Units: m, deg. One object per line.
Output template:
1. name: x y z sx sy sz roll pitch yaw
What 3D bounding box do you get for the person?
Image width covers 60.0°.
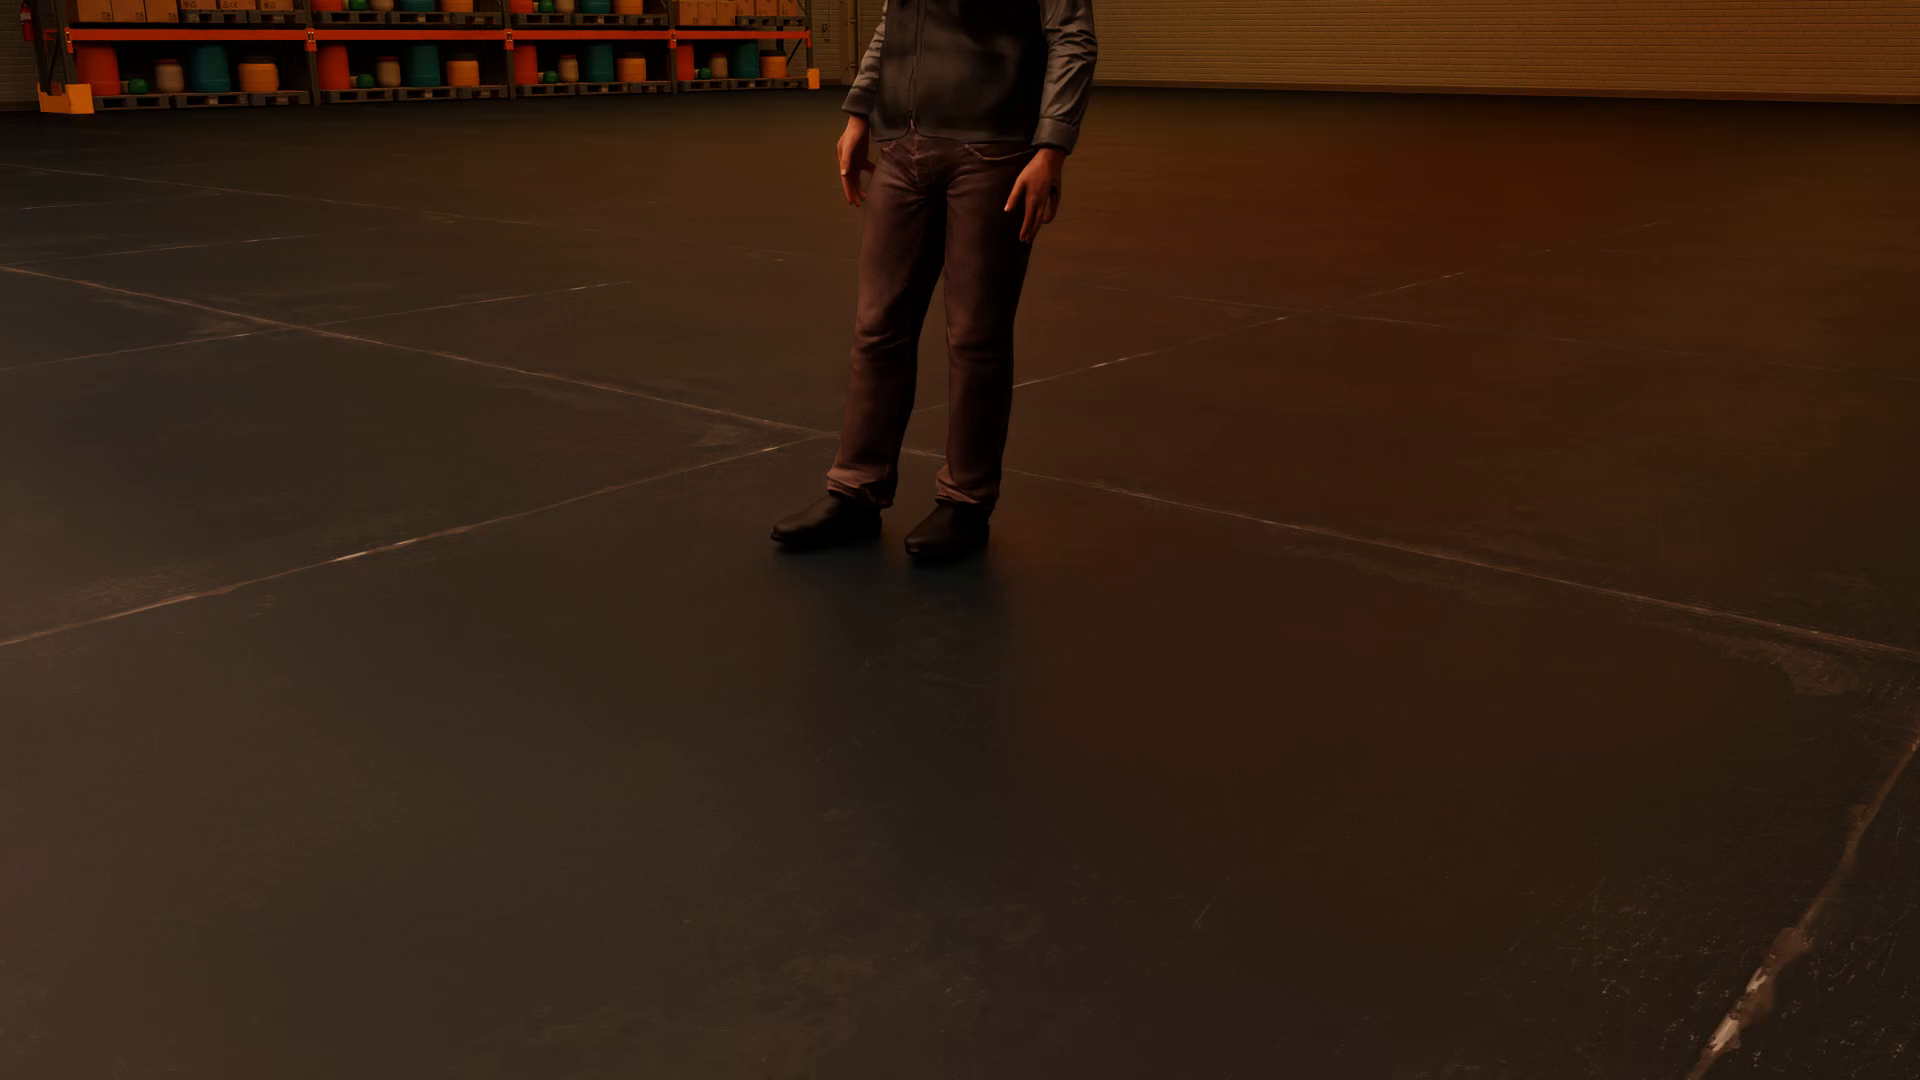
1. person: -0.046 -0.818 3.649 0.632 1.720 0.568 13 21 37
